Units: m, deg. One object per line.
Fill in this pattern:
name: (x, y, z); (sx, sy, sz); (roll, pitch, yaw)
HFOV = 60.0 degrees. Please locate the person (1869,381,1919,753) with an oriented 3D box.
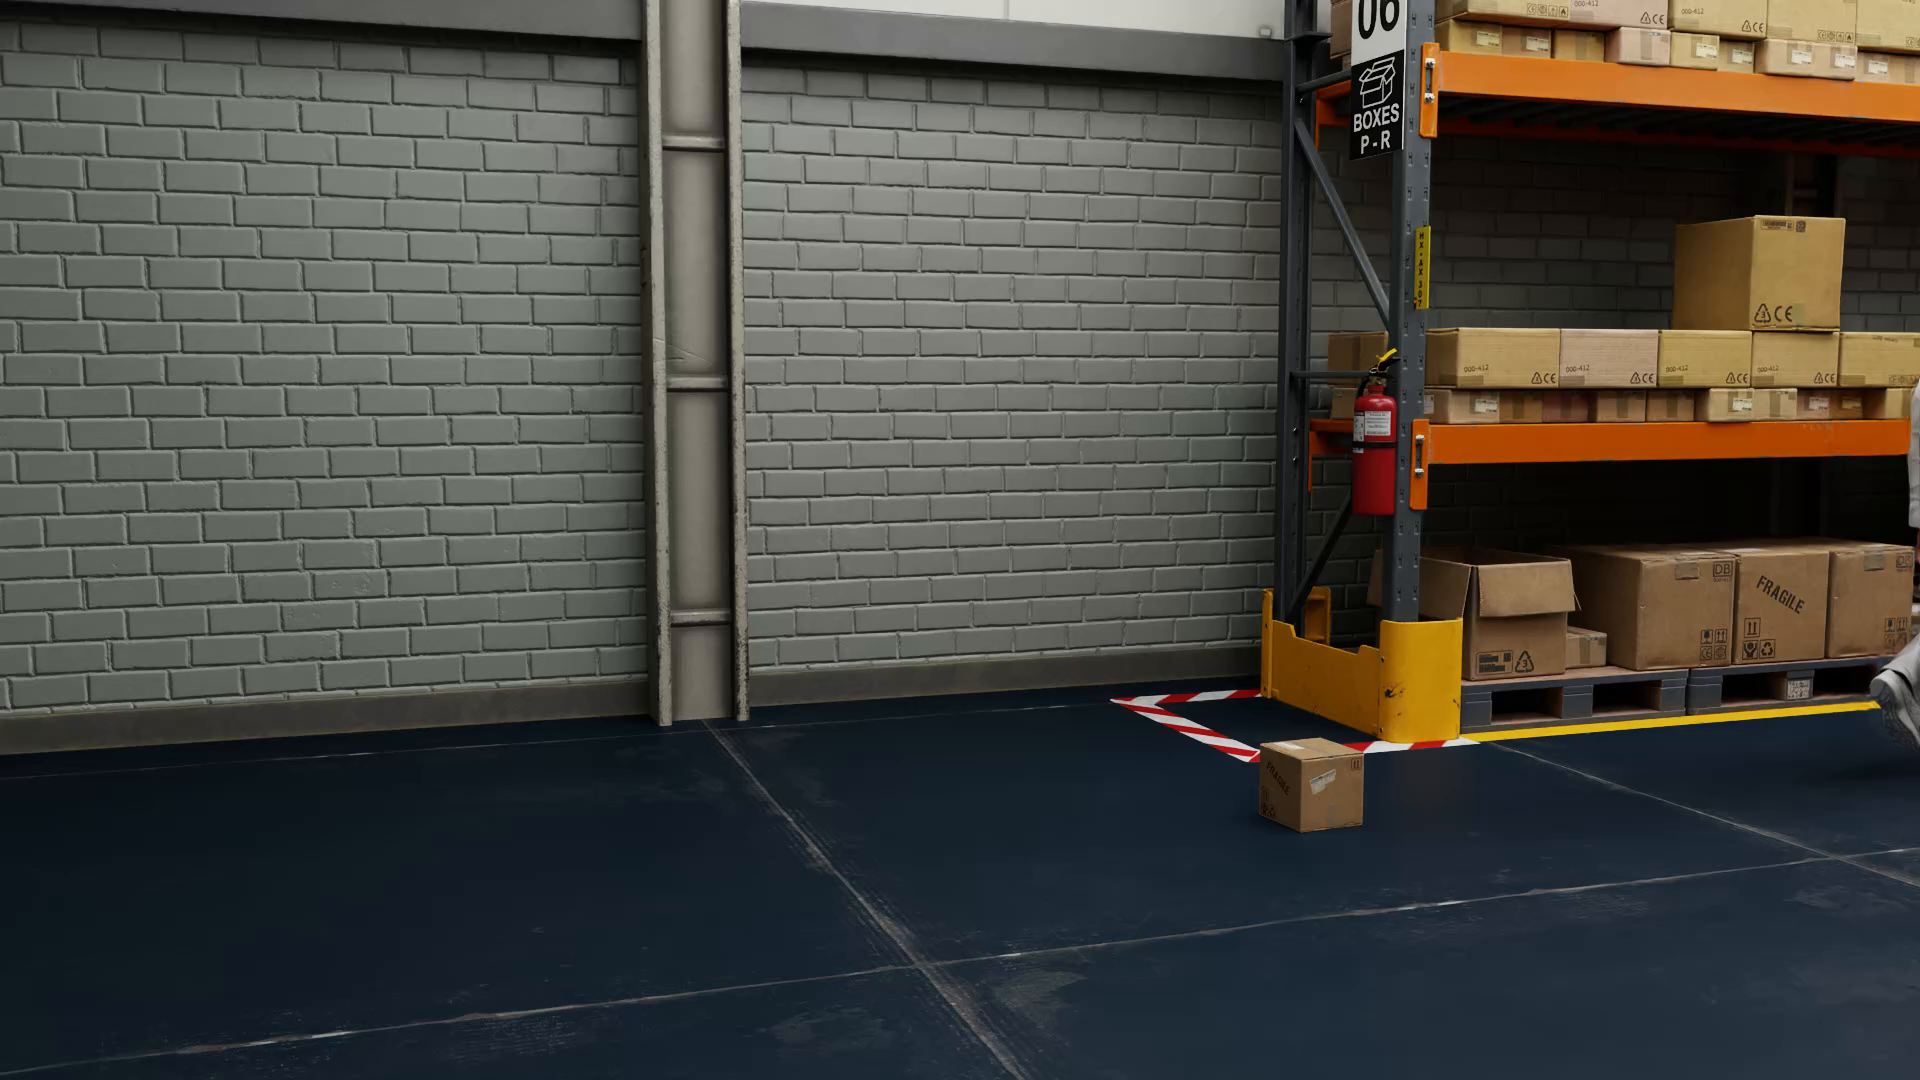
person: (3.838, -0.023, 6.289); (0.756, 1.759, 0.590); (-2, 6, -21)
